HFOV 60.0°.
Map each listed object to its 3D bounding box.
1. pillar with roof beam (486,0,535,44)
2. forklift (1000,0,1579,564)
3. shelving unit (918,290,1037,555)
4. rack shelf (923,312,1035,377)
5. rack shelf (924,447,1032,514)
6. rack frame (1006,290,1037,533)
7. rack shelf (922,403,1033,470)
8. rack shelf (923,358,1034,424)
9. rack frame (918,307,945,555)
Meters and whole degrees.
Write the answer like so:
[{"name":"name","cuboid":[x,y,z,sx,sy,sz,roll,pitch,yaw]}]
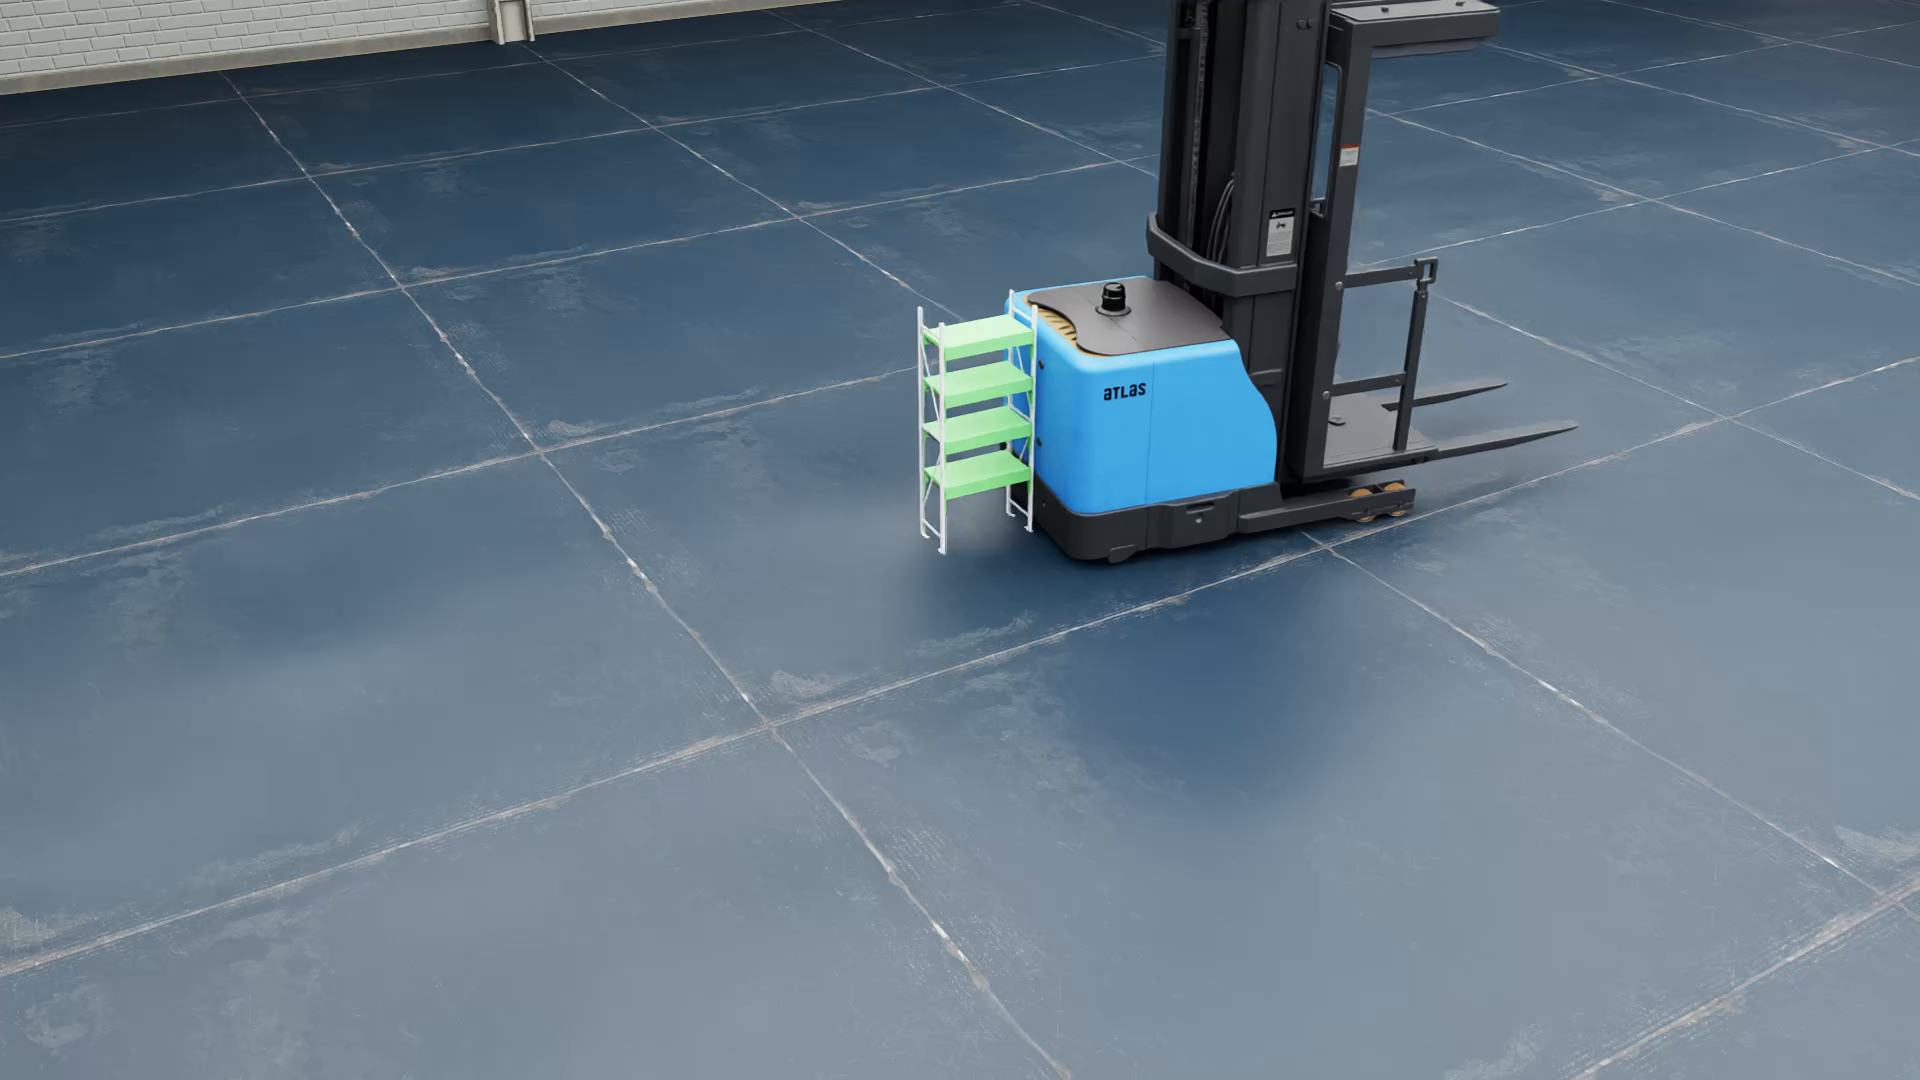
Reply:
[{"name":"pillar with roof beam","cuboid":[-2.694,-7.602,12.712,0.400,9.000,9.100,-16,33,-26]},{"name":"forklift","cuboid":[1.780,-1.600,8.116,3.031,2.935,1.130,-10,30,-18]},{"name":"shelving unit","cuboid":[0.082,-0.560,8.023,0.503,1.200,0.258,-14,32,-24]},{"name":"rack shelf","cuboid":[0.082,-0.924,7.822,0.480,0.148,0.258,-14,32,-24]},{"name":"rack shelf","cuboid":[0.082,-0.294,8.170,0.480,0.148,0.258,-14,32,-24]},{"name":"rack frame","cuboid":[0.298,-0.615,8.122,0.015,1.200,0.240,-14,32,-24]},{"name":"rack shelf","cuboid":[0.082,-0.504,8.054,0.480,0.148,0.258,-14,32,-24]},{"name":"rack shelf","cuboid":[0.082,-0.714,7.938,0.480,0.148,0.258,-14,32,-24]},{"name":"rack frame","cuboid":[-0.134,-0.505,7.923,0.015,1.200,0.240,-14,32,-24]}]
